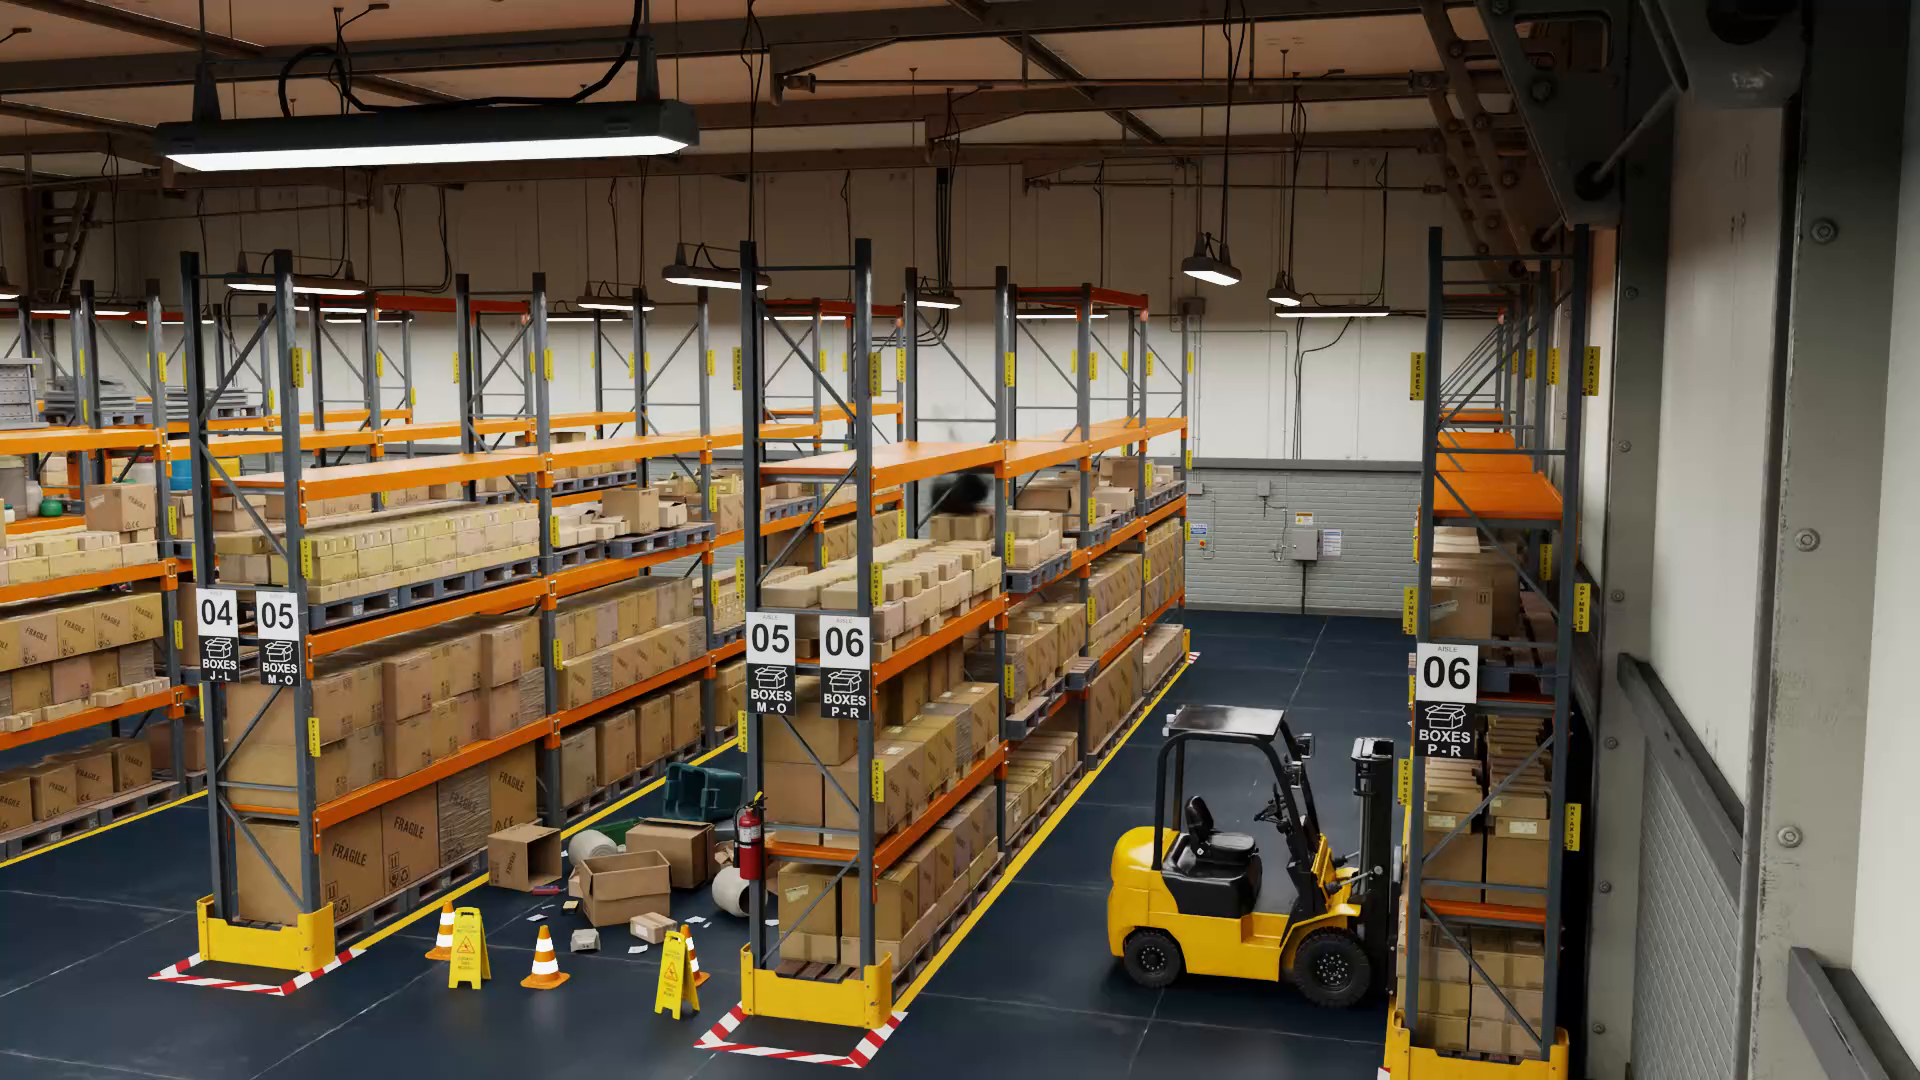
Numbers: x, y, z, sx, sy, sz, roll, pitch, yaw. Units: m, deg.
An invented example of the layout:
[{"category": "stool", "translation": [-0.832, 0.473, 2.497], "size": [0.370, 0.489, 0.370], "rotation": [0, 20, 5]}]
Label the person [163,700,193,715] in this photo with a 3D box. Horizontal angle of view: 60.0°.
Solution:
[{"category": "person", "translation": [-10.477, 1.857, 22.360], "size": [0.581, 1.658, 0.592], "rotation": [1, 7, 11]}]
